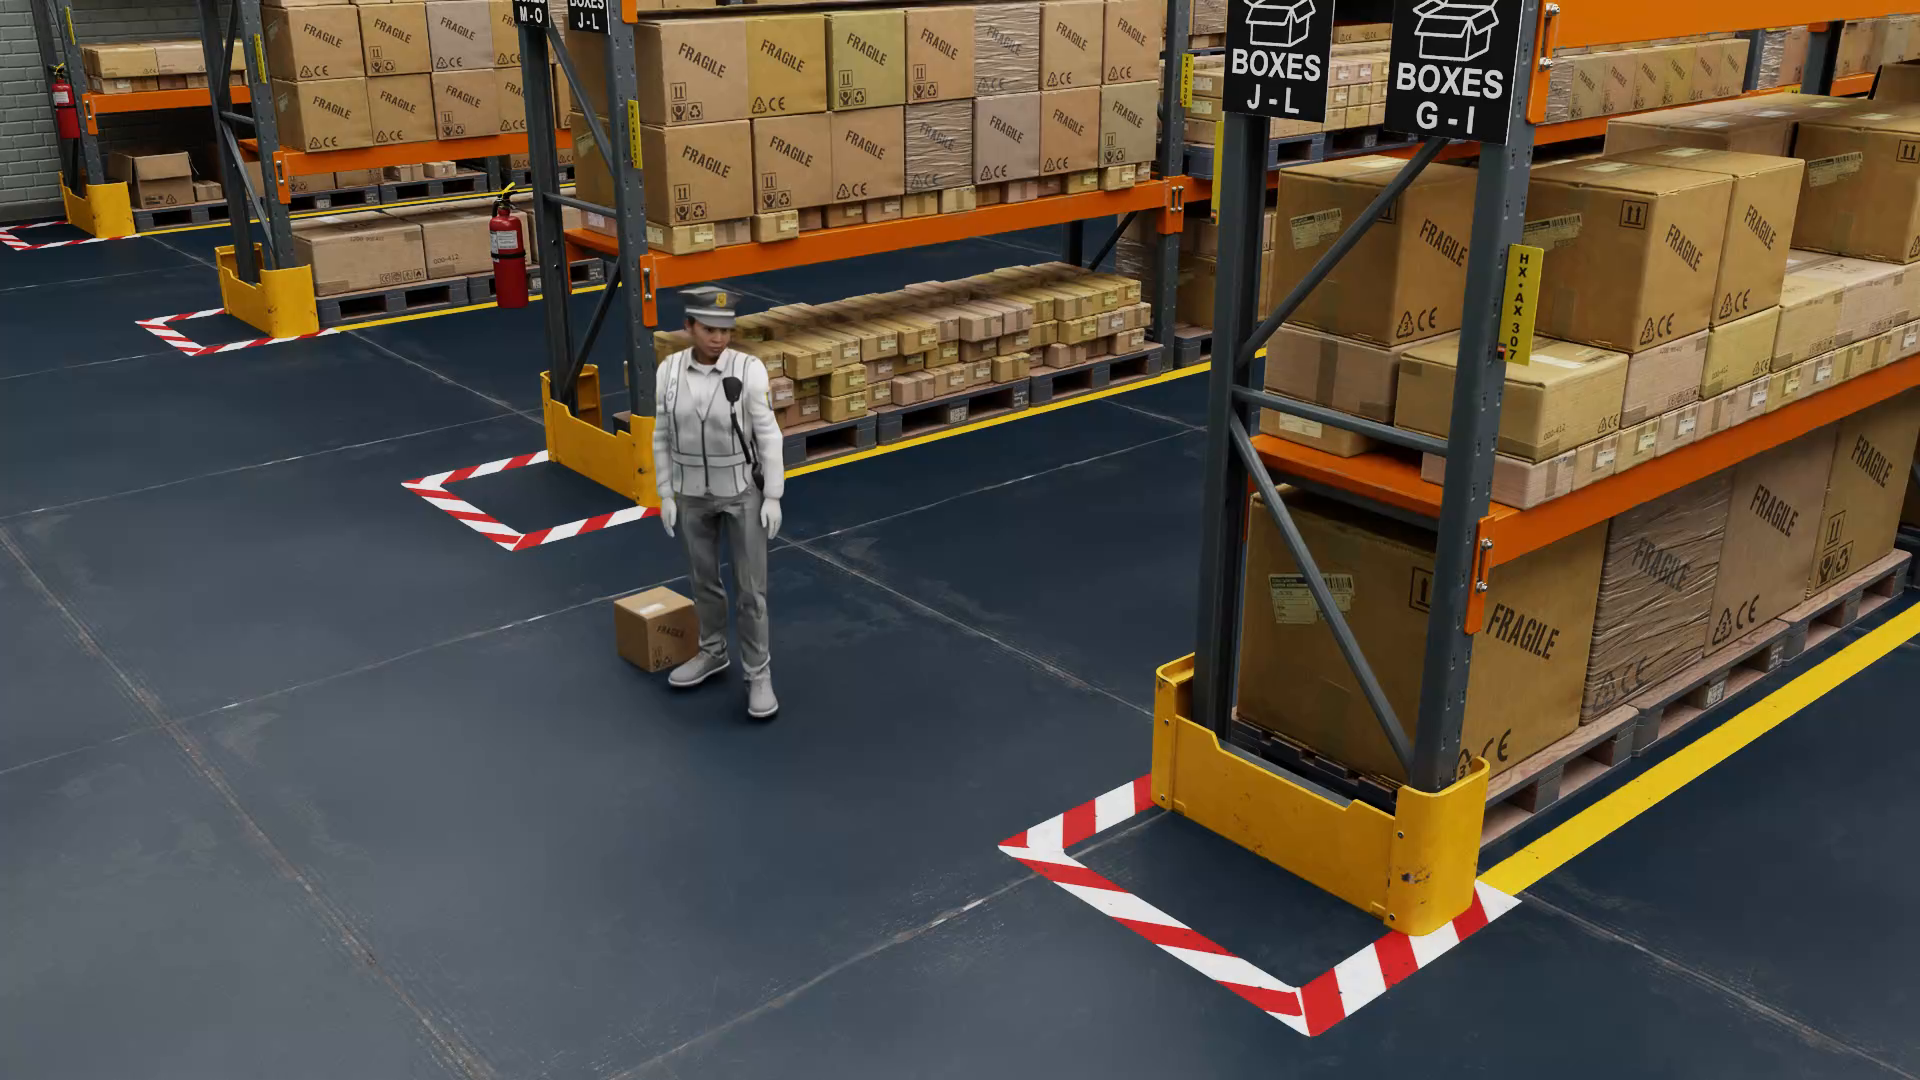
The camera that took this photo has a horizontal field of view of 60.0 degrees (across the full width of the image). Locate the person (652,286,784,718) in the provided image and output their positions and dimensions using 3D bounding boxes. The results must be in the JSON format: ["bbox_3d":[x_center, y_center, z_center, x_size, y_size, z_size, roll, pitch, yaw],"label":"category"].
[{"bbox_3d":[-0.940,-0.165,6.438,0.521,1.671,0.457,3,21,9],"label":"person"}]
